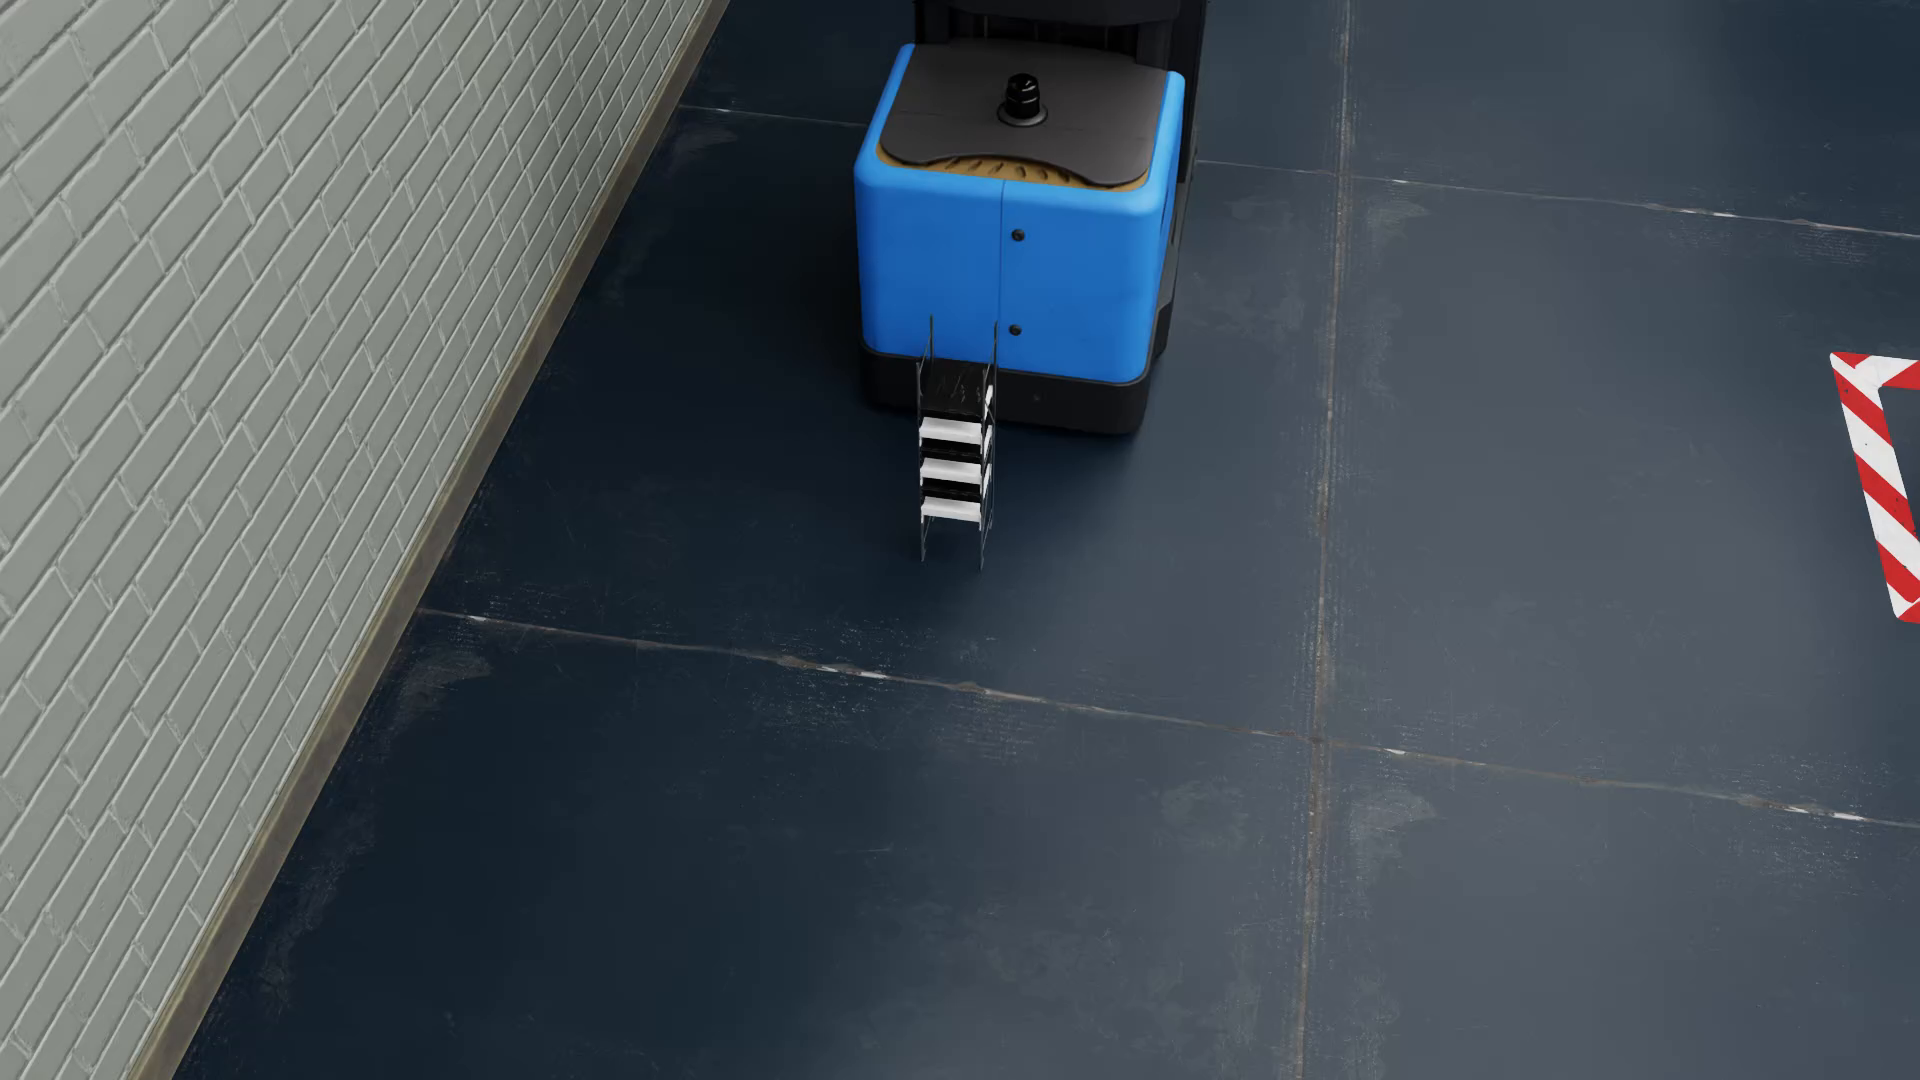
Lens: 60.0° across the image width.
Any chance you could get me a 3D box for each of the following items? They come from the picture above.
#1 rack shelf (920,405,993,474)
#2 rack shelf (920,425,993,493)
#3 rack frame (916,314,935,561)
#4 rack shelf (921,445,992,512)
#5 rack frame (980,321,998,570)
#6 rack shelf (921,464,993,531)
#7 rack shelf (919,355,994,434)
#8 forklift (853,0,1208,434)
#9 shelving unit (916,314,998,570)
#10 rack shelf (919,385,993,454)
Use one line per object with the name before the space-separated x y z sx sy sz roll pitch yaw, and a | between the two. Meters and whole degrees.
rack shelf | -0.008 -0.340 5.374 0.200 0.077 0.258 8 49 7
rack shelf | -0.008 -0.280 5.441 0.200 0.077 0.258 8 49 7
rack frame | -0.108 -0.315 5.428 0.006 0.900 0.240 8 49 7
rack shelf | -0.008 -0.219 5.508 0.200 0.077 0.258 8 49 7
rack frame | 0.092 -0.288 5.404 0.006 0.900 0.240 8 49 7
rack shelf | -0.008 -0.159 5.575 0.200 0.077 0.258 8 49 7
rack shelf | -0.008 -0.460 5.240 0.200 0.077 0.258 8 49 7
forklift | 0.418 -2.478 6.006 1.130 2.935 3.031 8 49 7
shelving unit | -0.008 -0.302 5.416 0.210 0.900 0.258 8 49 7
rack shelf | -0.008 -0.400 5.307 0.200 0.077 0.258 8 49 7
